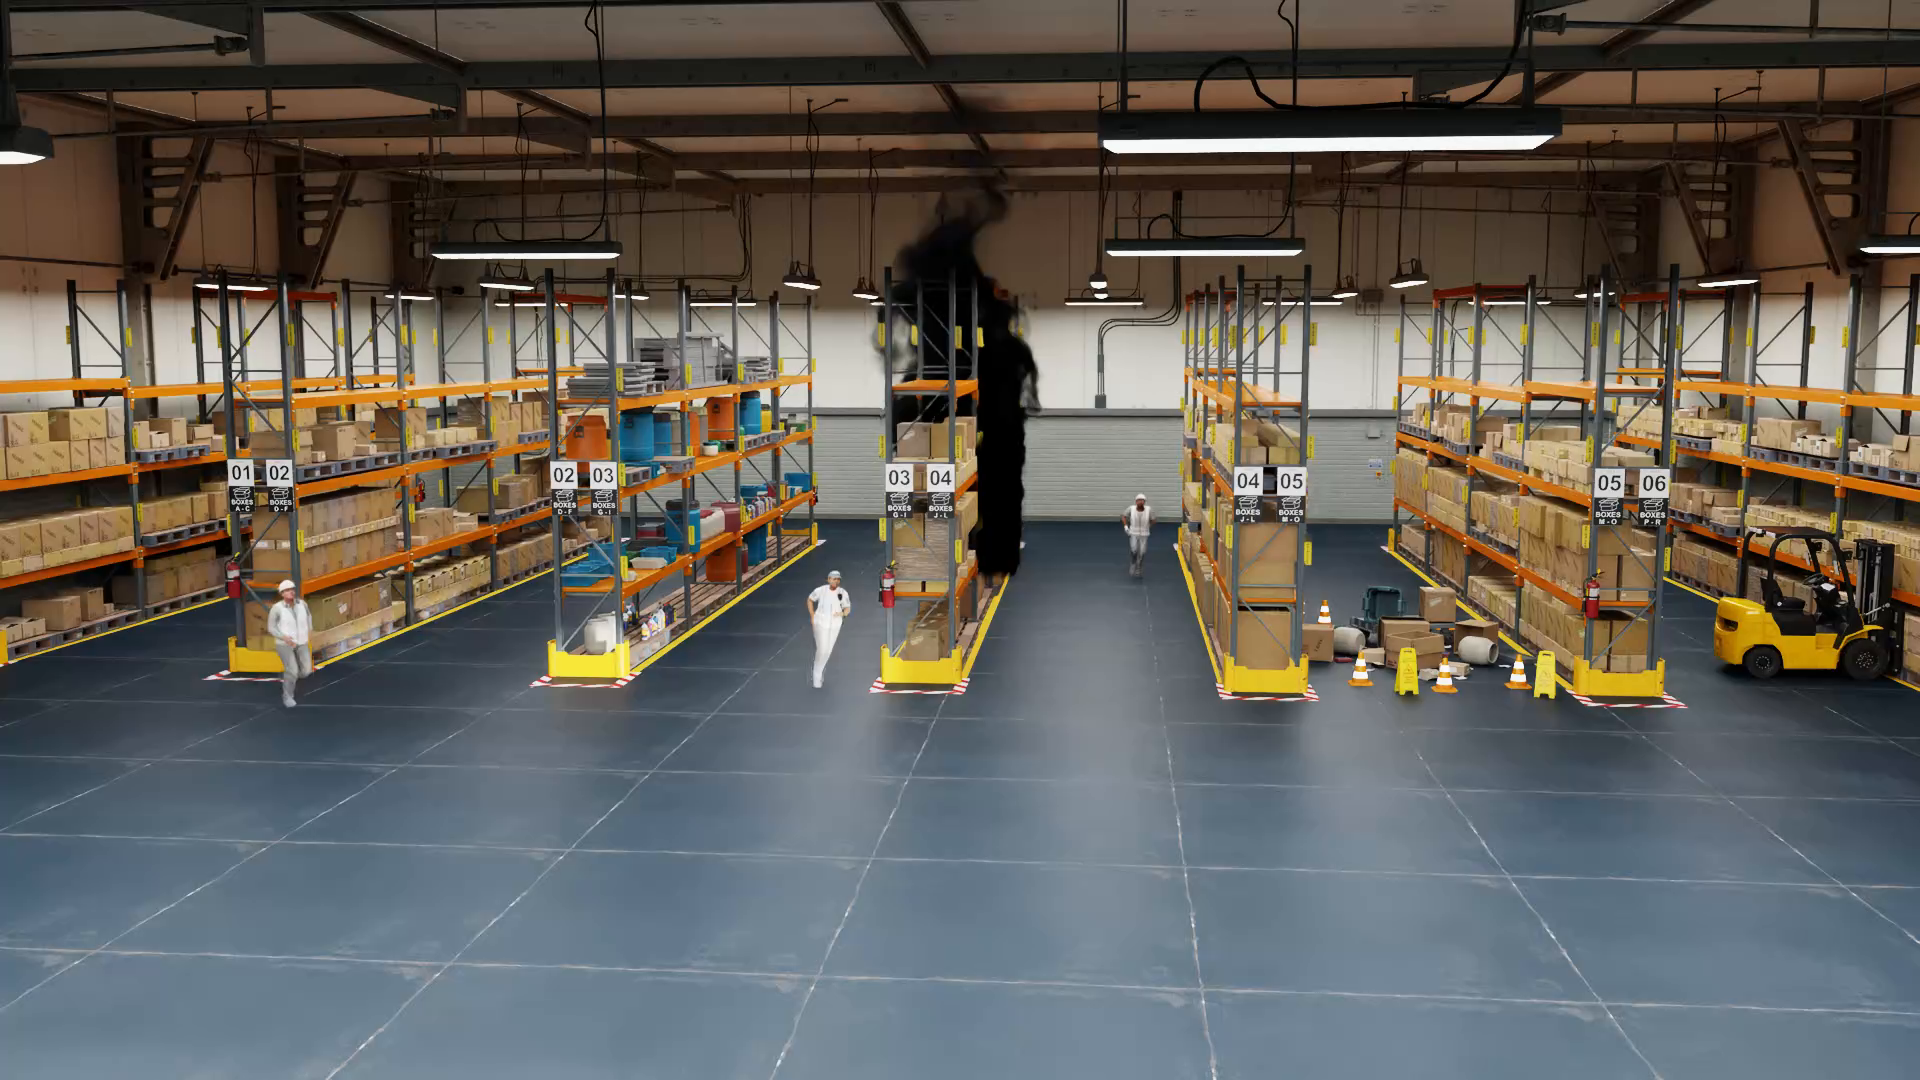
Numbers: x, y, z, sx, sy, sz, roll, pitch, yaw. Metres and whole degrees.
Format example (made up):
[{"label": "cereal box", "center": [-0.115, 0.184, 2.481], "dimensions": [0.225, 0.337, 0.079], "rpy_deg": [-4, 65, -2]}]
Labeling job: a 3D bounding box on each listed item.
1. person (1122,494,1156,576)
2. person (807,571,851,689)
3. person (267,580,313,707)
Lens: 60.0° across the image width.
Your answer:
[{"label": "person", "center": [3.756, -0.101, 34.800], "dimensions": [0.675, 1.732, 0.679], "rpy_deg": [0, 7, -1]}, {"label": "person", "center": [-1.906, 1.283, 24.126], "dimensions": [0.610, 1.704, 0.682], "rpy_deg": [-3, 7, -21]}, {"label": "person", "center": [-9.116, 1.401, 22.704], "dimensions": [0.646, 1.735, 0.679], "rpy_deg": [6, 9, 41]}]
